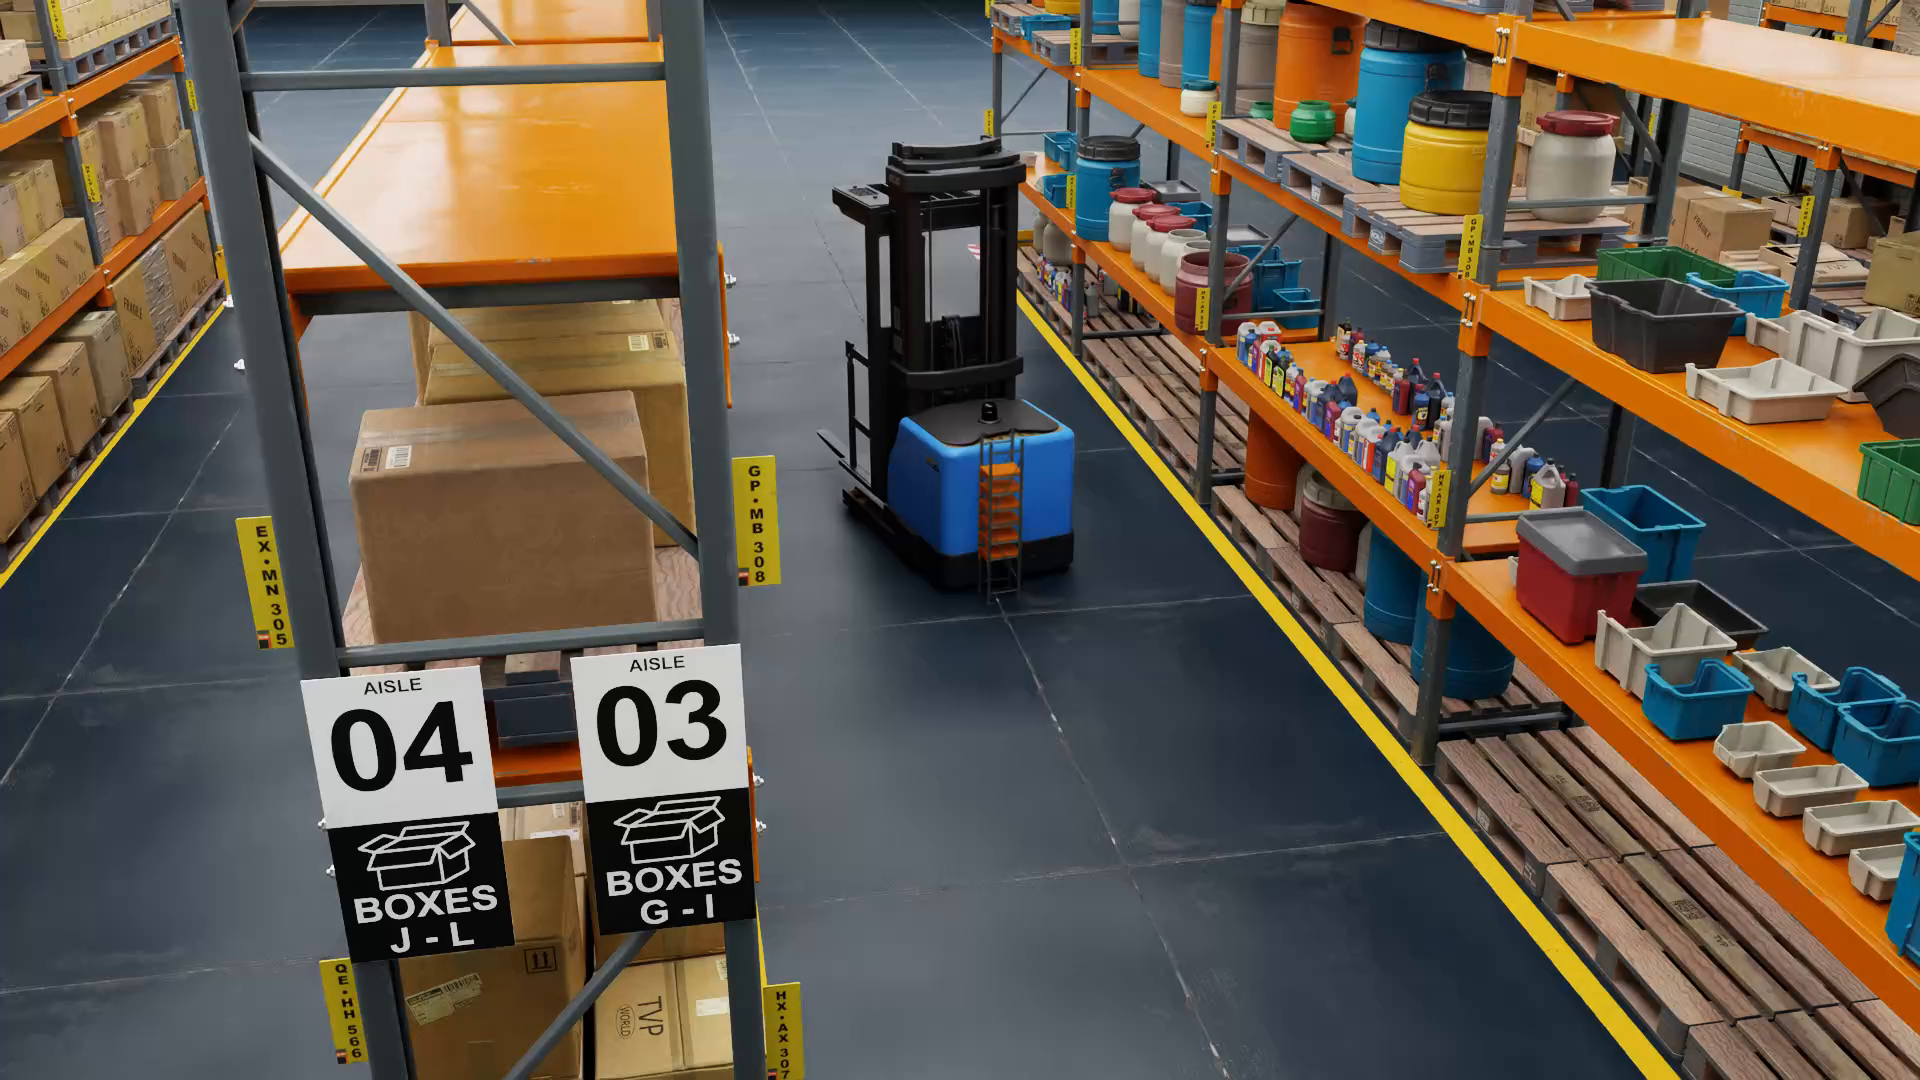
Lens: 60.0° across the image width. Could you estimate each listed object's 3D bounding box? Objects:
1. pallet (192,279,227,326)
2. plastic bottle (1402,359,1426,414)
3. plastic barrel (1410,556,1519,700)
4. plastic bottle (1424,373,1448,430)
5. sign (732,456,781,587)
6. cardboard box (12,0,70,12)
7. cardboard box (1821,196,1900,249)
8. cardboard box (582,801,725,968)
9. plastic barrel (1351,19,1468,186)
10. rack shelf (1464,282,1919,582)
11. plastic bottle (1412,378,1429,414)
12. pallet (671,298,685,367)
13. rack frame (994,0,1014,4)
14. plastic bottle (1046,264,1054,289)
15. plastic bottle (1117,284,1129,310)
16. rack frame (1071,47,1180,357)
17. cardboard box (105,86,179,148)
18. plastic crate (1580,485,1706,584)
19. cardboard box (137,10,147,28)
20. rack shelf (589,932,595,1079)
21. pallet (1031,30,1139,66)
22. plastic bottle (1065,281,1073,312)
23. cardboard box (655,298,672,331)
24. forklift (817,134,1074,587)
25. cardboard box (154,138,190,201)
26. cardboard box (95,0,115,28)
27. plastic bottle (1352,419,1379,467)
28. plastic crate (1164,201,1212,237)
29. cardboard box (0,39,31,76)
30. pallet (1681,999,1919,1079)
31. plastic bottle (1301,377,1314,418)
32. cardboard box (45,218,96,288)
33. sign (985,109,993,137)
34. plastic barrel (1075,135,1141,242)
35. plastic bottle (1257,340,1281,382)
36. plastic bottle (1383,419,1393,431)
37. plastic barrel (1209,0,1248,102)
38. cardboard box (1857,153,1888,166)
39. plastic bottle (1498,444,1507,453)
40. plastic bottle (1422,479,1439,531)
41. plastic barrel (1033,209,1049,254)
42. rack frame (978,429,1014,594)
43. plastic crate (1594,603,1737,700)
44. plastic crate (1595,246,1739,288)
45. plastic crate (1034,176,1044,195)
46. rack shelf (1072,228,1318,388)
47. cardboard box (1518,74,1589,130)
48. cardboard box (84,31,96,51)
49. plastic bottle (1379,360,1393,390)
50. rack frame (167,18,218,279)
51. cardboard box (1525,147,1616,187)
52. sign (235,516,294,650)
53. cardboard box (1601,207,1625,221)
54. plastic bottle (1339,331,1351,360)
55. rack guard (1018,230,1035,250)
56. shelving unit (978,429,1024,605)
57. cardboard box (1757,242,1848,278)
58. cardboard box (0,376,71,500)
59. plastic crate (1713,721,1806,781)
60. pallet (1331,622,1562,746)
[{"bbox_3d":[-8.651,-2.571,18.116,1.003,0.211,1.213,-4,24,-10],"label":"pallet"},{"bbox_3d":[3.058,-1.040,11.187,0.144,0.351,0.185,-4,24,-10],"label":"plastic bottle"},{"bbox_3d":[3.020,0.422,9.875,0.600,0.901,0.708,-4,24,-10],"label":"plastic barrel"},{"bbox_3d":[3.117,-0.915,10.901,0.144,0.351,0.185,-4,24,-10],"label":"plastic bottle"},{"bbox_3d":[-0.477,-0.042,3.902,0.100,0.325,0.005,-4,24,-10],"label":"sign"},{"bbox_3d":[-7.869,-4.616,14.234,0.380,0.149,0.250,-4,24,-9],"label":"cardboard box"},{"bbox_3d":[10.853,-3.846,20.124,0.700,0.500,0.500,-6,24,-13],"label":"cardboard box"},{"bbox_3d":[-0.940,0.991,5.354,0.500,0.500,0.500,-5,24,-11],"label":"cardboard box"},{"bbox_3d":[2.638,-2.589,9.773,0.600,0.901,0.708,-4,24,-10],"label":"plastic barrel"},{"bbox_3d":[3.474,-0.390,6.789,1.077,0.370,4.000,-4,24,-10],"label":"rack shelf"},{"bbox_3d":[3.069,-0.945,11.054,0.061,0.283,0.133,-4,24,-10],"label":"plastic bottle"},{"bbox_3d":[-1.622,-0.777,6.886,1.003,0.211,1.213,-4,24,-10],"label":"pallet"},{"bbox_3d":[0.885,-7.601,18.653,1.000,3.000,0.127,-4,24,-10],"label":"rack frame"},{"bbox_3d":[0.996,-2.893,18.228,0.097,0.271,0.097,0,24,0],"label":"plastic bottle"},{"bbox_3d":[1.742,-2.604,17.467,0.144,0.351,0.185,-4,24,-10],"label":"plastic bottle"},{"bbox_3d":[1.625,-3.279,16.252,1.000,3.000,0.127,-4,24,-10],"label":"rack frame"},{"bbox_3d":[-8.653,-4.363,17.199,0.875,0.550,0.550,-4,24,-10],"label":"cardboard box"},{"bbox_3d":[3.526,0.006,8.675,0.392,0.384,0.575,-4,24,-10],"label":"plastic crate"},{"bbox_3d":[-8.293,-5.150,16.452,0.380,0.149,0.250,-5,24,-11],"label":"cardboard box"},{"bbox_3d":[-1.394,1.351,6.550,1.077,0.370,4.000,-4,24,-10],"label":"rack shelf"},{"bbox_3d":[1.395,-4.843,16.322,1.213,0.211,1.003,-4,24,-10],"label":"pallet"},{"bbox_3d":[1.187,-2.574,17.398,0.144,0.351,0.185,-6,24,-12],"label":"plastic bottle"},{"bbox_3d":[-1.465,-0.909,6.303,0.700,0.500,0.500,-3,24,-7],"label":"cardboard box"},{"bbox_3d":[-0.266,-1.572,12.429,1.130,2.935,3.031,-11,26,-23],"label":"forklift"},{"bbox_3d":[-8.639,-3.869,17.417,0.875,0.550,0.550,-4,24,-10],"label":"cardboard box"},{"bbox_3d":[-8.140,-4.875,15.325,0.500,0.250,0.500,-5,24,-10],"label":"cardboard box"},{"bbox_3d":[2.528,-0.601,10.276,0.152,0.276,0.135,-4,24,-10],"label":"plastic bottle"},{"bbox_3d":[2.135,-2.860,15.314,0.392,0.384,0.575,-4,24,-10],"label":"plastic crate"},{"bbox_3d":[-7.848,-3.863,13.379,0.500,0.250,0.500,-4,24,-9],"label":"cardboard box"},{"bbox_3d":[3.730,2.392,6.752,1.003,0.211,1.213,-4,24,-10],"label":"pallet"},{"bbox_3d":[2.335,-0.950,11.081,0.097,0.271,0.097,0,24,0],"label":"plastic bottle"},{"bbox_3d":[-7.777,-2.445,14.218,0.500,0.500,0.500,-4,24,-10],"label":"cardboard box"},{"bbox_3d":[0.344,-4.940,19.709,0.100,0.325,0.005,-4,24,-10],"label":"sign"},{"bbox_3d":[1.399,-3.334,15.752,0.600,0.901,0.708,-4,24,-10],"label":"plastic barrel"},{"bbox_3d":[2.212,-1.272,11.813,0.152,0.276,0.135,-4,24,-10],"label":"plastic bottle"},{"bbox_3d":[2.647,-0.616,10.315,0.097,0.271,0.097,0,24,0],"label":"plastic bottle"},{"bbox_3d":[2.305,-3.873,13.328,0.600,0.830,0.708,-4,24,-10],"label":"plastic barrel"},{"bbox_3d":[10.783,-4.509,19.232,0.500,0.250,0.500,-4,24,-10],"label":"cardboard box"},{"bbox_3d":[3.313,-0.481,10.094,0.097,0.201,0.097,0,24,0],"label":"plastic bottle"},{"bbox_3d":[2.714,-0.206,9.372,0.152,0.276,0.135,-4,24,-10],"label":"plastic bottle"},{"bbox_3d":[1.082,-3.651,19.688,0.421,0.512,0.421,0,24,0],"label":"plastic barrel"},{"bbox_3d":[0.245,-0.187,11.411,0.240,1.200,0.006,-8,26,-17],"label":"rack frame"},{"bbox_3d":[3.206,0.509,7.652,0.437,0.282,0.530,-4,24,-10],"label":"plastic crate"},{"bbox_3d":[3.480,-1.265,8.158,0.450,0.188,0.662,-4,24,-10],"label":"plastic crate"},{"bbox_3d":[1.076,-3.778,17.724,0.530,0.136,0.437,-4,24,-10],"label":"plastic crate"},{"bbox_3d":[1.995,-2.162,14.594,1.077,0.370,4.000,-4,24,-10],"label":"rack shelf"},{"bbox_3d":[6.311,-4.657,17.661,0.700,0.500,0.500,-4,24,-10],"label":"cardboard box"},{"bbox_3d":[-7.964,-4.451,14.852,0.380,0.149,0.250,-4,24,-10],"label":"cardboard box"},{"bbox_3d":[2.995,-1.158,11.644,0.097,0.201,0.097,0,24,0],"label":"plastic bottle"},{"bbox_3d":[-8.875,-4.158,18.265,1.000,3.000,0.127,-4,24,-10],"label":"rack frame"},{"bbox_3d":[6.405,-3.864,17.466,0.700,0.500,0.500,-5,24,-11],"label":"cardboard box"},{"bbox_3d":[-1.560,0.099,3.764,0.100,0.325,0.005,-4,24,-10],"label":"sign"},{"bbox_3d":[6.456,-3.165,16.305,0.380,0.149,0.250,-4,24,-10],"label":"cardboard box"},{"bbox_3d":[2.862,-1.440,12.290,0.097,0.201,0.097,0,24,0],"label":"plastic bottle"},{"bbox_3d":[0.946,-3.680,20.294,1.175,0.500,0.348,-4,24,-10],"label":"rack guard"},{"bbox_3d":[0.275,-0.150,11.332,0.258,1.200,0.189,-8,26,-17],"label":"shelving unit"},{"bbox_3d":[7.258,-2.396,14.341,0.500,0.311,0.500,-5,24,-10],"label":"cardboard box"},{"bbox_3d":[-7.585,-0.763,12.777,1.050,0.750,0.750,-4,24,-9],"label":"cardboard box"},{"bbox_3d":[3.327,0.890,6.962,0.298,0.136,0.250,-4,24,-10],"label":"plastic crate"},{"bbox_3d":[3.002,0.839,10.307,1.003,0.211,1.213,-4,24,-10],"label":"pallet"}]
